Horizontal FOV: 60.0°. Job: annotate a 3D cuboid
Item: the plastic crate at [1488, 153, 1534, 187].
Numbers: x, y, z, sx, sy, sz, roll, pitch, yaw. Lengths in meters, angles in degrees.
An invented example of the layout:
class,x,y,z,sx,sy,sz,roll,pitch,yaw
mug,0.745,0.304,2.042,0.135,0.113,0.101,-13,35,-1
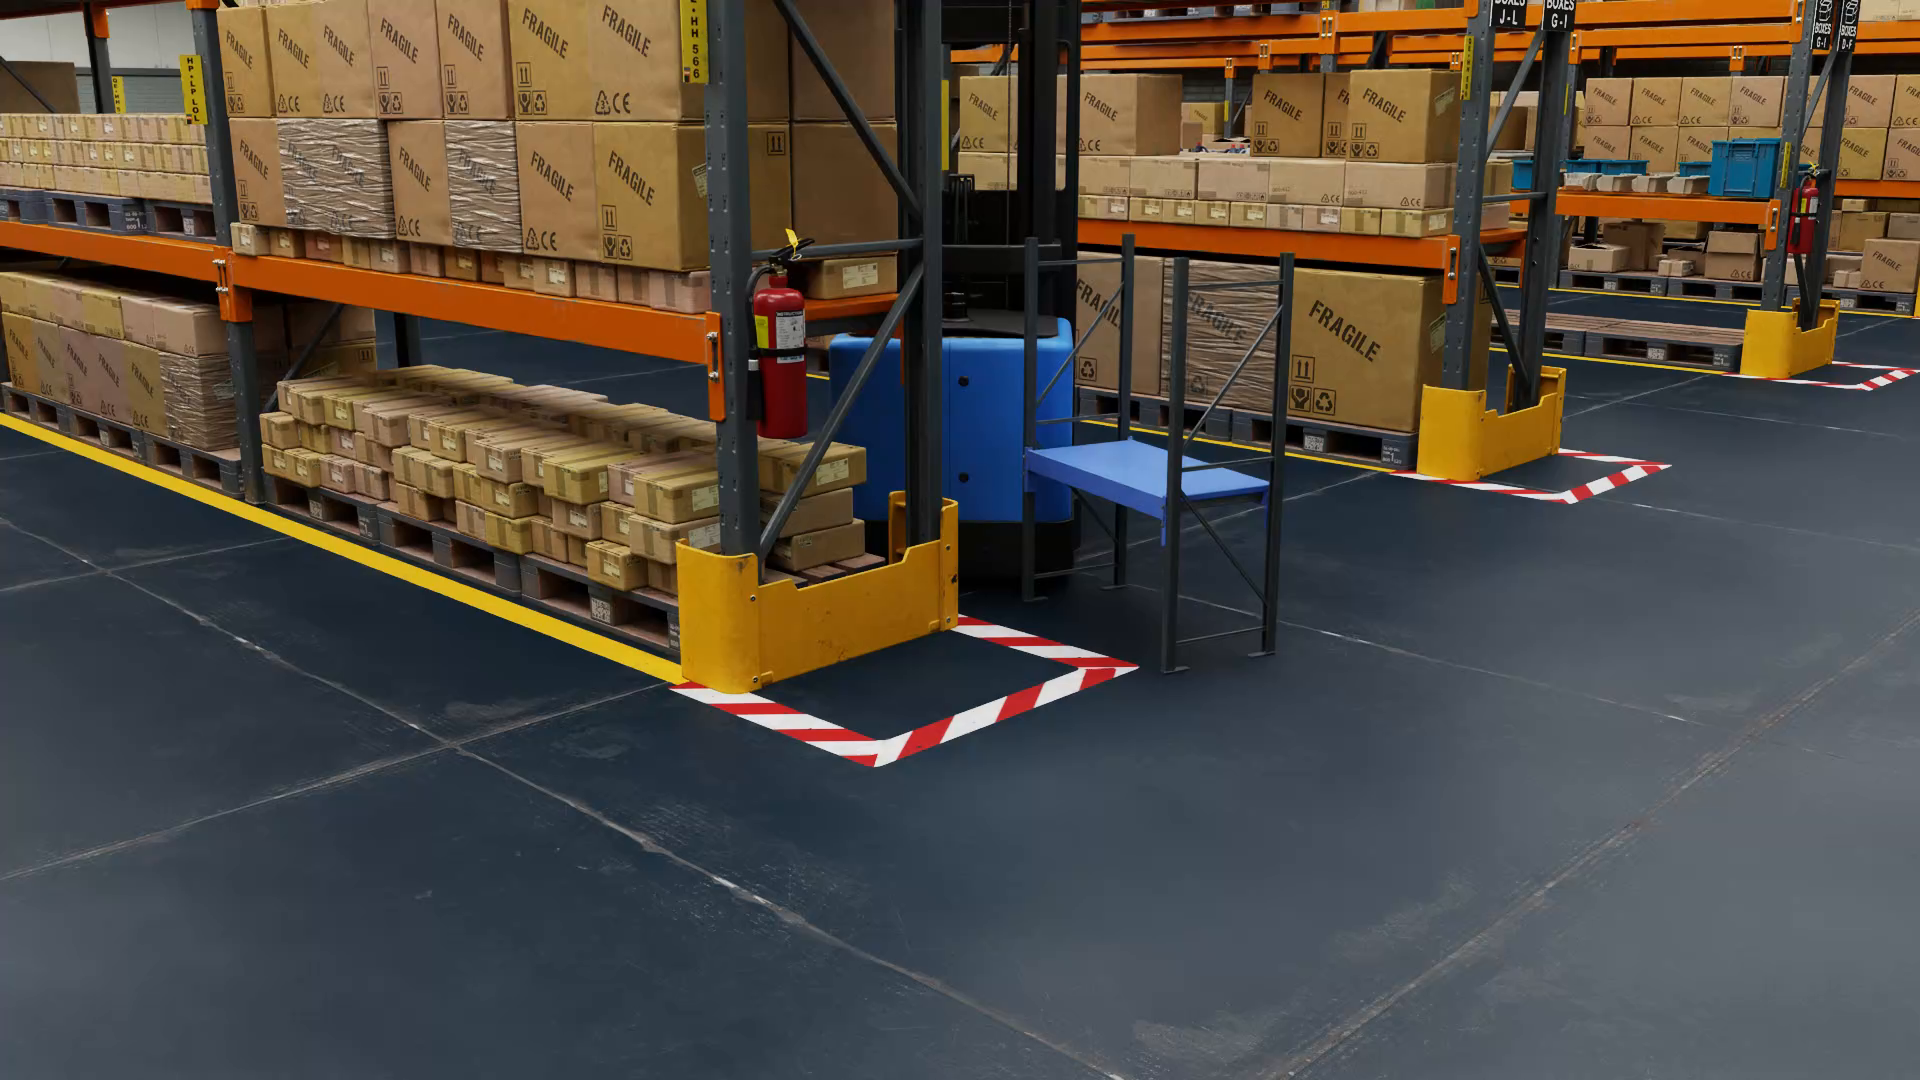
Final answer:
class,x,y,z,sx,sy,sz,roll,pitch,yaw
plastic crate,4.590,-3.177,14.291,0.530,0.282,0.437,14,20,42

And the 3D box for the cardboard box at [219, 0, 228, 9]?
class,x,y,z,sx,sy,sz,roll,pitch,yaw
cardboard box,-8.301,-6.126,19.050,0.380,0.149,0.250,-14,20,-43

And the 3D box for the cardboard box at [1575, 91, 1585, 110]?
class,x,y,z,sx,sy,sz,roll,pitch,yaw
cardboard box,8.885,-6.174,23.362,0.500,0.250,0.500,13,20,41

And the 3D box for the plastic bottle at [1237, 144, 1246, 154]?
class,x,y,z,sx,sy,sz,roll,pitch,yaw
plastic bottle,2.696,-3.642,16.058,0.185,0.351,0.144,14,20,42

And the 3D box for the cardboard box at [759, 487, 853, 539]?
class,x,y,z,sx,sy,sz,roll,pitch,yaw
cardboard box,-0.655,-0.130,6.713,0.380,0.149,0.250,-14,20,-42

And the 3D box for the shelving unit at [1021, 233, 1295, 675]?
class,x,y,z,sx,sy,sz,roll,pitch,yaw
shelving unit,0.723,-0.381,6.421,0.538,1.500,1.048,-8,16,-27

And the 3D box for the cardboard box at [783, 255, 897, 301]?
class,x,y,z,sx,sy,sz,roll,pitch,yaw
cardboard box,-0.461,-1.019,6.391,0.250,0.149,0.380,13,20,42

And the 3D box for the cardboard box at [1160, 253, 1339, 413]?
class,x,y,z,sx,sy,sz,roll,pitch,yaw
cardboard box,1.889,-1.338,10.501,0.875,0.875,0.875,14,20,42

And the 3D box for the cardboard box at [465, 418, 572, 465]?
class,x,y,z,sx,sy,sz,roll,pitch,yaw
cardboard box,-1.915,-0.419,7.232,0.250,0.149,0.380,13,19,40

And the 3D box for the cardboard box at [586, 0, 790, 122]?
class,x,y,z,sx,sy,sz,roll,pitch,yaw
cardboard box,-0.958,-1.735,5.871,0.500,0.500,0.500,13,20,41

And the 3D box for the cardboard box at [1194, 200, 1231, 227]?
class,x,y,z,sx,sy,sz,roll,pitch,yaw
cardboard box,1.652,-2.011,10.201,0.250,0.149,0.380,14,20,42

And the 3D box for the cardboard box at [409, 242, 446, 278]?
class,x,y,z,sx,sy,sz,roll,pitch,yaw
cardboard box,-2.151,-1.233,7.215,0.380,0.149,0.250,-14,20,-42

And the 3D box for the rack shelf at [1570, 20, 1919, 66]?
class,x,y,z,sx,sy,sz,roll,pitch,yaw
rack shelf,8.499,-5.157,17.255,4.000,0.370,1.077,14,20,42

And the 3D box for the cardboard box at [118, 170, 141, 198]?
class,x,y,z,sx,sy,sz,roll,pitch,yaw
cardboard box,-4.508,-2.020,9.402,0.250,0.149,0.380,13,19,40

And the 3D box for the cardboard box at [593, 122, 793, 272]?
class,x,y,z,sx,sy,sz,roll,pitch,yaw
cardboard box,-0.958,-1.248,5.985,0.500,0.500,0.500,-14,20,-43

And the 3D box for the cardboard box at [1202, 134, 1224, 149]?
class,x,y,z,sx,sy,sz,roll,pitch,yaw
cardboard box,4.184,-6.669,27.836,0.500,0.250,0.500,14,20,42

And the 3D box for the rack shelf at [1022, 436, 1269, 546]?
class,x,y,z,sx,sy,sz,roll,pitch,yaw
rack shelf,0.723,-0.207,6.467,0.538,0.185,1.000,-8,16,-27

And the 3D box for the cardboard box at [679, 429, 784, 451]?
class,x,y,z,sx,sy,sz,roll,pitch,yaw
cardboard box,-0.971,-0.383,7.093,0.250,0.149,0.380,14,20,42

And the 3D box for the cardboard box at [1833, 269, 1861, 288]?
class,x,y,z,sx,sy,sz,roll,pitch,yaw
cardboard box,9.147,-2.684,17.029,0.250,0.166,0.380,14,20,42

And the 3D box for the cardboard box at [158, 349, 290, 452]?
class,x,y,z,sx,sy,sz,roll,pitch,yaw
cardboard box,-4.043,-0.801,9.184,0.500,0.500,0.500,13,20,41

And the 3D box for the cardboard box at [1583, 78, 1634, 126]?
class,x,y,z,sx,sy,sz,roll,pitch,yaw
cardboard box,7.203,-4.803,18.234,0.500,0.500,0.500,-14,20,-43

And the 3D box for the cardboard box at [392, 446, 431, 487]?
class,x,y,z,sx,sy,sz,roll,pitch,yaw
cardboard box,-2.340,-0.350,7.558,0.250,0.149,0.380,13,20,42

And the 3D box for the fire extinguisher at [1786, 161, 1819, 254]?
class,x,y,z,sx,sy,sz,roll,pitch,yaw
fire extinguisher,6.291,-2.479,12.390,0.183,0.674,0.296,14,20,42

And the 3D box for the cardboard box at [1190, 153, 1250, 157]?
class,x,y,z,sx,sy,sz,roll,pitch,yaw
cardboard box,1.785,-2.380,10.824,0.500,0.250,0.500,13,20,41

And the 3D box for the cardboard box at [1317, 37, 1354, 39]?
class,x,y,z,sx,sy,sz,roll,pitch,yaw
cardboard box,4.884,-6.445,20.569,0.500,0.500,0.910,14,20,42

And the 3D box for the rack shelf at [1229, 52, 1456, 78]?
class,x,y,z,sx,sy,sz,roll,pitch,yaw
rack shelf,6.176,-7.457,26.081,4.000,0.370,1.077,14,20,42

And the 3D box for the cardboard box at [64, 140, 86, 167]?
class,x,y,z,sx,sy,sz,roll,pitch,yaw
cardboard box,-5.078,-2.304,9.899,0.250,0.149,0.380,13,20,42

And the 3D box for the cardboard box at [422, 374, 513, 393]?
class,x,y,z,sx,sy,sz,roll,pitch,yaw
cardboard box,-2.503,-0.741,8.467,0.250,0.149,0.380,13,20,42

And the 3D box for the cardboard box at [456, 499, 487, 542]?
class,x,y,z,sx,sy,sz,roll,pitch,yaw
cardboard box,-1.962,-0.116,7.249,0.380,0.149,0.250,-14,20,-43

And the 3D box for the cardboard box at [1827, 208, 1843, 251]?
class,x,y,z,sx,sy,sz,roll,pitch,yaw
cardboard box,11.321,-4.059,21.688,0.500,0.500,0.700,13,20,42

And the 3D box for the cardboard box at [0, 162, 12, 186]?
class,x,y,z,sx,sy,sz,roll,pitch,yaw
cardboard box,-6.033,-2.391,10.824,0.250,0.149,0.380,13,20,41

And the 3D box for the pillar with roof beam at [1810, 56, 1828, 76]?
class,x,y,z,sx,sy,sz,roll,pitch,yaw
pillar with roof beam,8.611,-7.460,18.716,0.400,9.000,9.100,14,20,42

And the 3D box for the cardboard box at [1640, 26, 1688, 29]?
class,x,y,z,sx,sy,sz,roll,pitch,yaw
cardboard box,7.595,-5.565,17.688,0.500,0.250,0.500,14,20,42

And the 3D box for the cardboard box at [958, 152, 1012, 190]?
class,x,y,z,sx,sy,sz,roll,pitch,yaw
cardboard box,0.337,-2.548,11.470,0.500,0.250,0.500,13,20,41

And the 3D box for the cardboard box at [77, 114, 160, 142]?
class,x,y,z,sx,sy,sz,roll,pitch,yaw
cardboard box,-4.892,-2.404,9.693,0.250,0.149,0.380,13,20,41

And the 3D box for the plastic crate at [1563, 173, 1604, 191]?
class,x,y,z,sx,sy,sz,roll,pitch,yaw
plastic crate,5.143,-2.963,13.759,0.250,0.136,0.298,14,20,42

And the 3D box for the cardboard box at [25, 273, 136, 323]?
class,x,y,z,sx,sy,sz,roll,pitch,yaw
cardboard box,-5.521,-1.527,10.482,0.500,0.250,0.500,13,20,42

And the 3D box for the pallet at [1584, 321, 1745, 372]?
class,x,y,z,sx,sy,sz,roll,pitch,yaw
pallet,5.931,-1.608,13.683,1.213,0.211,1.003,14,20,42

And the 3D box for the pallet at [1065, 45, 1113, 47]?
class,x,y,z,sx,sy,sz,roll,pitch,yaw
pallet,1.944,-7.011,23.321,1.217,0.209,0.805,13,19,40

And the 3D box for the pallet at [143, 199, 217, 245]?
class,x,y,z,sx,sy,sz,roll,pitch,yaw
pallet,-3.784,-1.791,9.239,1.213,0.211,1.003,14,20,42

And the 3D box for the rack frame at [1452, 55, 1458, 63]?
class,x,y,z,sx,sy,sz,roll,pitch,yaw
rack frame,7.615,-6.004,25.025,0.127,3.000,1.000,14,20,42

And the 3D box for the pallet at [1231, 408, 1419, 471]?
class,x,y,z,sx,sy,sz,roll,pitch,yaw
pallet,2.430,-0.683,10.135,1.213,0.211,1.003,14,20,42

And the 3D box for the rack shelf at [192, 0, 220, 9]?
class,x,y,z,sx,sy,sz,roll,pitch,yaw
rack shelf,-1.895,-2.477,6.969,4.000,0.370,1.077,14,20,42

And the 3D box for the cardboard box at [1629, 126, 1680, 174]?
class,x,y,z,sx,sy,sz,roll,pitch,yaw
cardboard box,7.608,-4.225,17.999,0.500,0.500,0.500,14,20,43

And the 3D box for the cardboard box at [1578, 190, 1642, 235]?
class,x,y,z,sx,sy,sz,roll,pitch,yaw
cardboard box,9.295,-4.712,23.498,0.750,0.750,0.750,-14,20,-43

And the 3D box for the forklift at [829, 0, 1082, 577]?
class,x,y,z,sx,sy,sz,roll,pitch,yaw
forklift,0.031,-1.577,8.170,1.130,2.935,3.031,1,15,3

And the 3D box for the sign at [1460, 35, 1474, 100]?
class,x,y,z,sx,sy,sz,roll,pitch,yaw
sign,2.673,-2.485,8.756,0.005,0.325,0.100,14,20,42

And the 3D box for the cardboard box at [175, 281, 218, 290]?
class,x,y,z,sx,sy,sz,roll,pitch,yaw
cardboard box,-4.433,-1.441,10.149,0.500,0.250,0.500,-14,20,-42
